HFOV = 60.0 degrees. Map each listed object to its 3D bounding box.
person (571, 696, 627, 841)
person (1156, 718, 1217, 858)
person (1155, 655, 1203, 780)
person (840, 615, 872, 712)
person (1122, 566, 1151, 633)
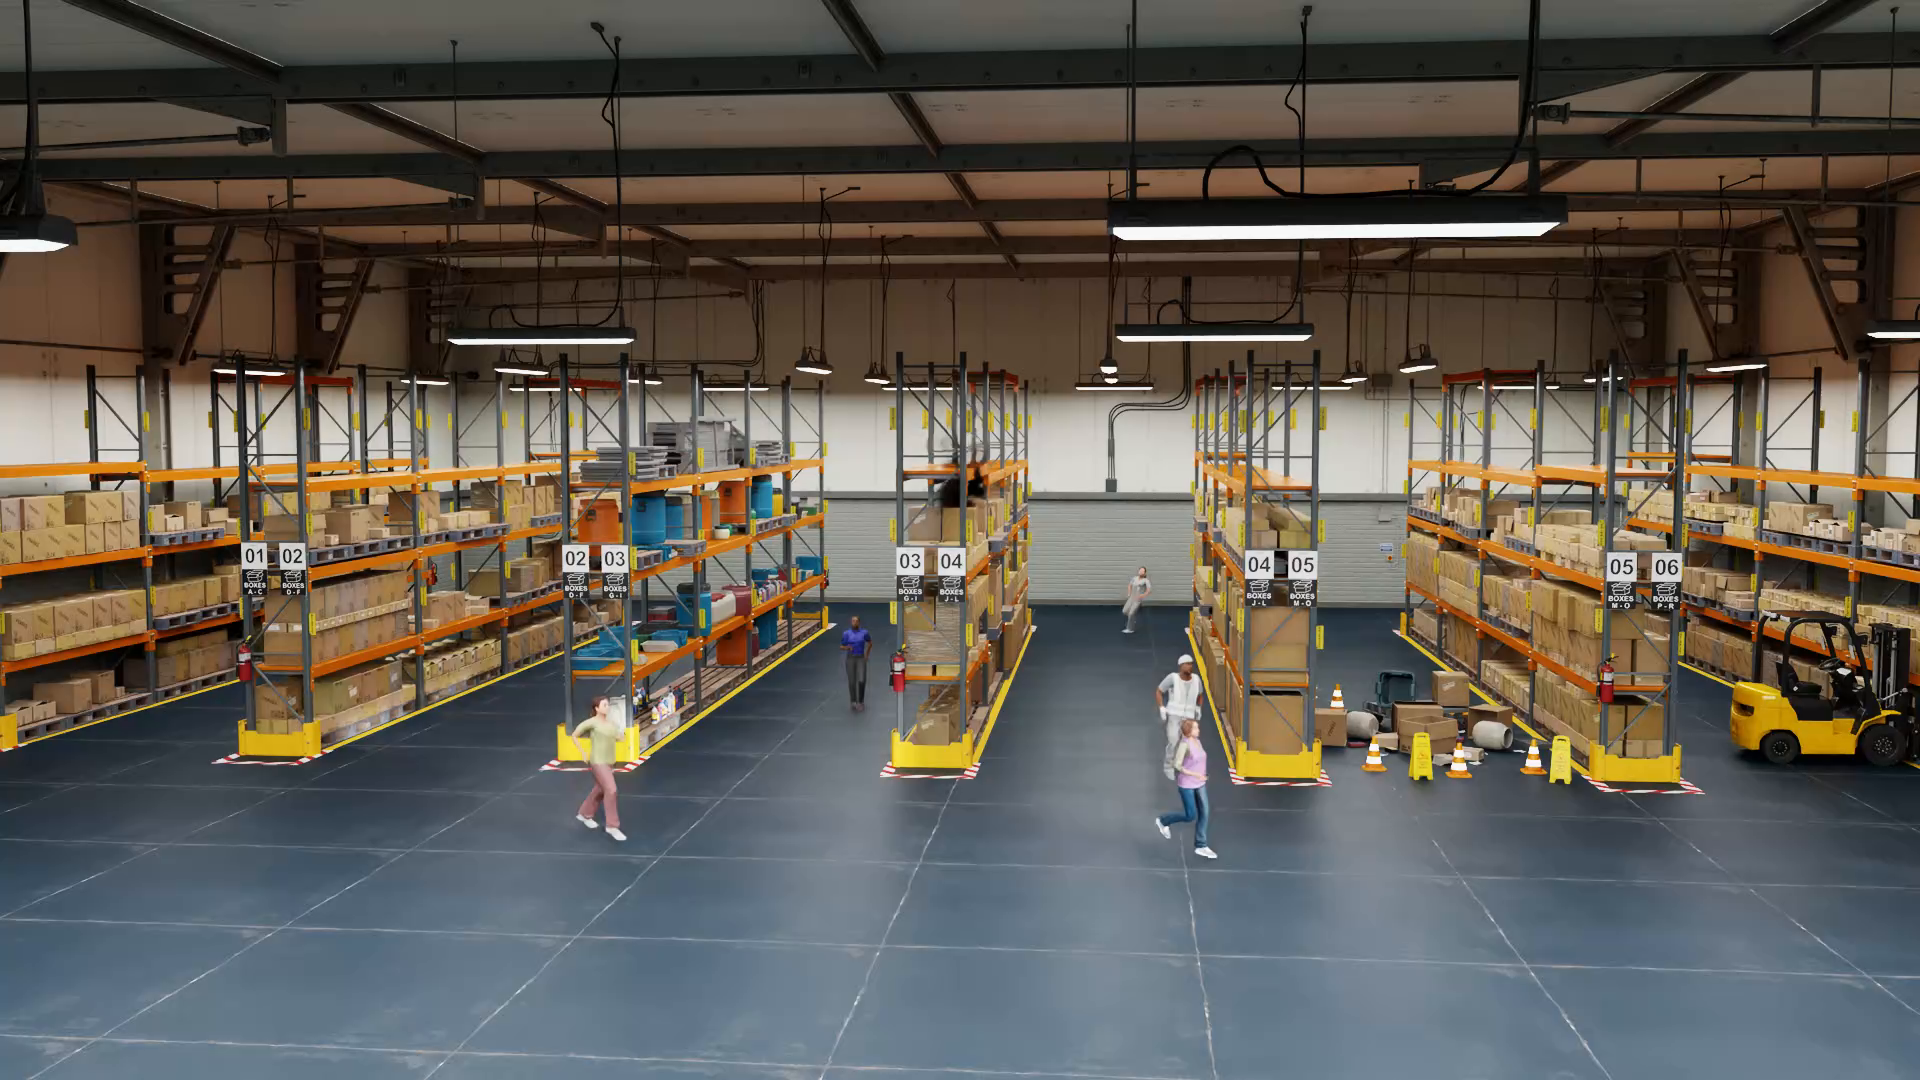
[{"bbox_3d":[-4.332,2.728,20.087,0.830,1.715,0.552,2,5,26],"label":"person"},{"bbox_3d":[2.646,2.848,19.264,0.790,1.586,0.538,3,5,40],"label":"person"},{"bbox_3d":[3.111,2.486,23.569,0.728,1.741,0.606,-1,4,-14],"label":"person"},{"bbox_3d":[-1.791,2.143,28.779,0.558,1.685,0.667,0,4,-4],"label":"person"},{"bbox_3d":[4.155,1.415,39.255,0.642,1.589,0.530,3,5,40],"label":"person"}]
